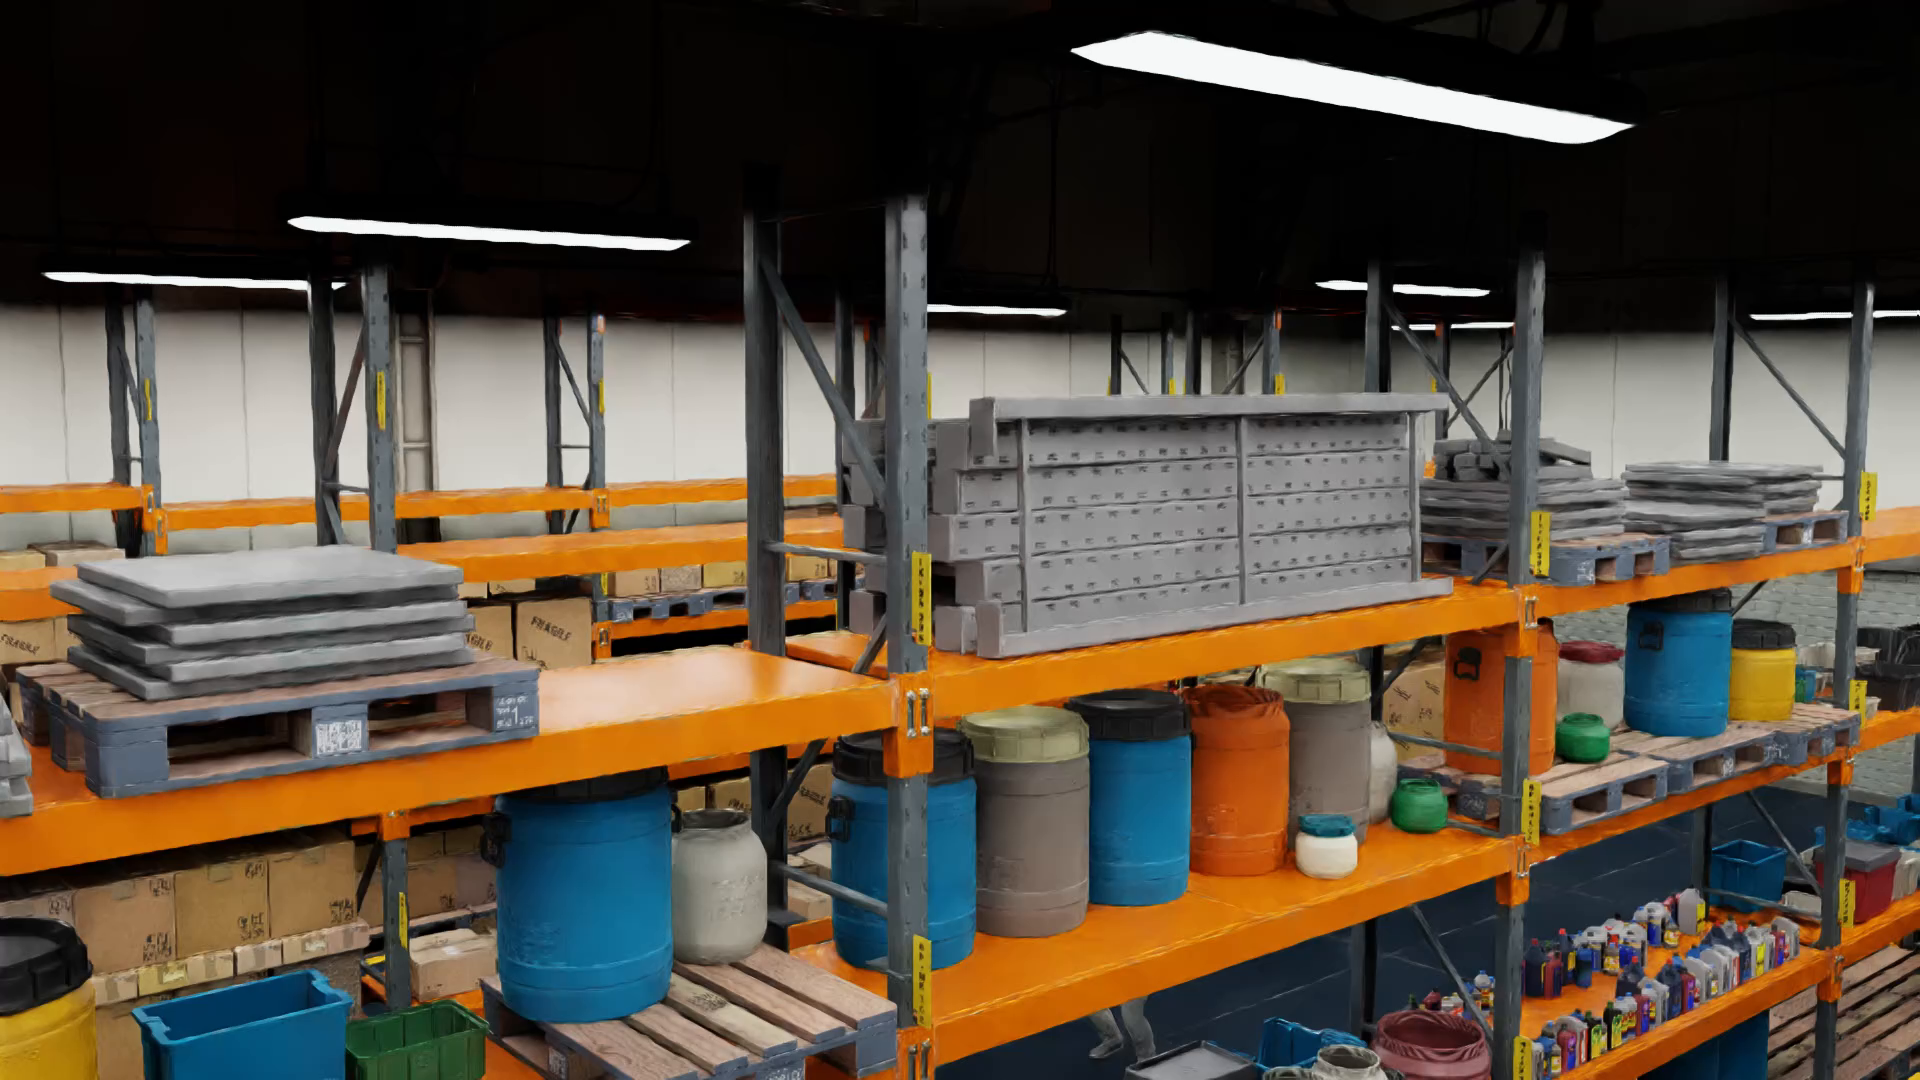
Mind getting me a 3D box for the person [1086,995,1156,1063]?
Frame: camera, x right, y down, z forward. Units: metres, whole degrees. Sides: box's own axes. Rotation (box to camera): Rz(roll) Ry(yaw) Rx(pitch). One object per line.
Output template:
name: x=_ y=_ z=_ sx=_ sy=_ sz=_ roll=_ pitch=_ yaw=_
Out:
person: x=1.175 y=3.179 z=12.428 sx=0.575 sy=1.611 sz=0.625 roll=-5 pitch=7 yaw=-42
